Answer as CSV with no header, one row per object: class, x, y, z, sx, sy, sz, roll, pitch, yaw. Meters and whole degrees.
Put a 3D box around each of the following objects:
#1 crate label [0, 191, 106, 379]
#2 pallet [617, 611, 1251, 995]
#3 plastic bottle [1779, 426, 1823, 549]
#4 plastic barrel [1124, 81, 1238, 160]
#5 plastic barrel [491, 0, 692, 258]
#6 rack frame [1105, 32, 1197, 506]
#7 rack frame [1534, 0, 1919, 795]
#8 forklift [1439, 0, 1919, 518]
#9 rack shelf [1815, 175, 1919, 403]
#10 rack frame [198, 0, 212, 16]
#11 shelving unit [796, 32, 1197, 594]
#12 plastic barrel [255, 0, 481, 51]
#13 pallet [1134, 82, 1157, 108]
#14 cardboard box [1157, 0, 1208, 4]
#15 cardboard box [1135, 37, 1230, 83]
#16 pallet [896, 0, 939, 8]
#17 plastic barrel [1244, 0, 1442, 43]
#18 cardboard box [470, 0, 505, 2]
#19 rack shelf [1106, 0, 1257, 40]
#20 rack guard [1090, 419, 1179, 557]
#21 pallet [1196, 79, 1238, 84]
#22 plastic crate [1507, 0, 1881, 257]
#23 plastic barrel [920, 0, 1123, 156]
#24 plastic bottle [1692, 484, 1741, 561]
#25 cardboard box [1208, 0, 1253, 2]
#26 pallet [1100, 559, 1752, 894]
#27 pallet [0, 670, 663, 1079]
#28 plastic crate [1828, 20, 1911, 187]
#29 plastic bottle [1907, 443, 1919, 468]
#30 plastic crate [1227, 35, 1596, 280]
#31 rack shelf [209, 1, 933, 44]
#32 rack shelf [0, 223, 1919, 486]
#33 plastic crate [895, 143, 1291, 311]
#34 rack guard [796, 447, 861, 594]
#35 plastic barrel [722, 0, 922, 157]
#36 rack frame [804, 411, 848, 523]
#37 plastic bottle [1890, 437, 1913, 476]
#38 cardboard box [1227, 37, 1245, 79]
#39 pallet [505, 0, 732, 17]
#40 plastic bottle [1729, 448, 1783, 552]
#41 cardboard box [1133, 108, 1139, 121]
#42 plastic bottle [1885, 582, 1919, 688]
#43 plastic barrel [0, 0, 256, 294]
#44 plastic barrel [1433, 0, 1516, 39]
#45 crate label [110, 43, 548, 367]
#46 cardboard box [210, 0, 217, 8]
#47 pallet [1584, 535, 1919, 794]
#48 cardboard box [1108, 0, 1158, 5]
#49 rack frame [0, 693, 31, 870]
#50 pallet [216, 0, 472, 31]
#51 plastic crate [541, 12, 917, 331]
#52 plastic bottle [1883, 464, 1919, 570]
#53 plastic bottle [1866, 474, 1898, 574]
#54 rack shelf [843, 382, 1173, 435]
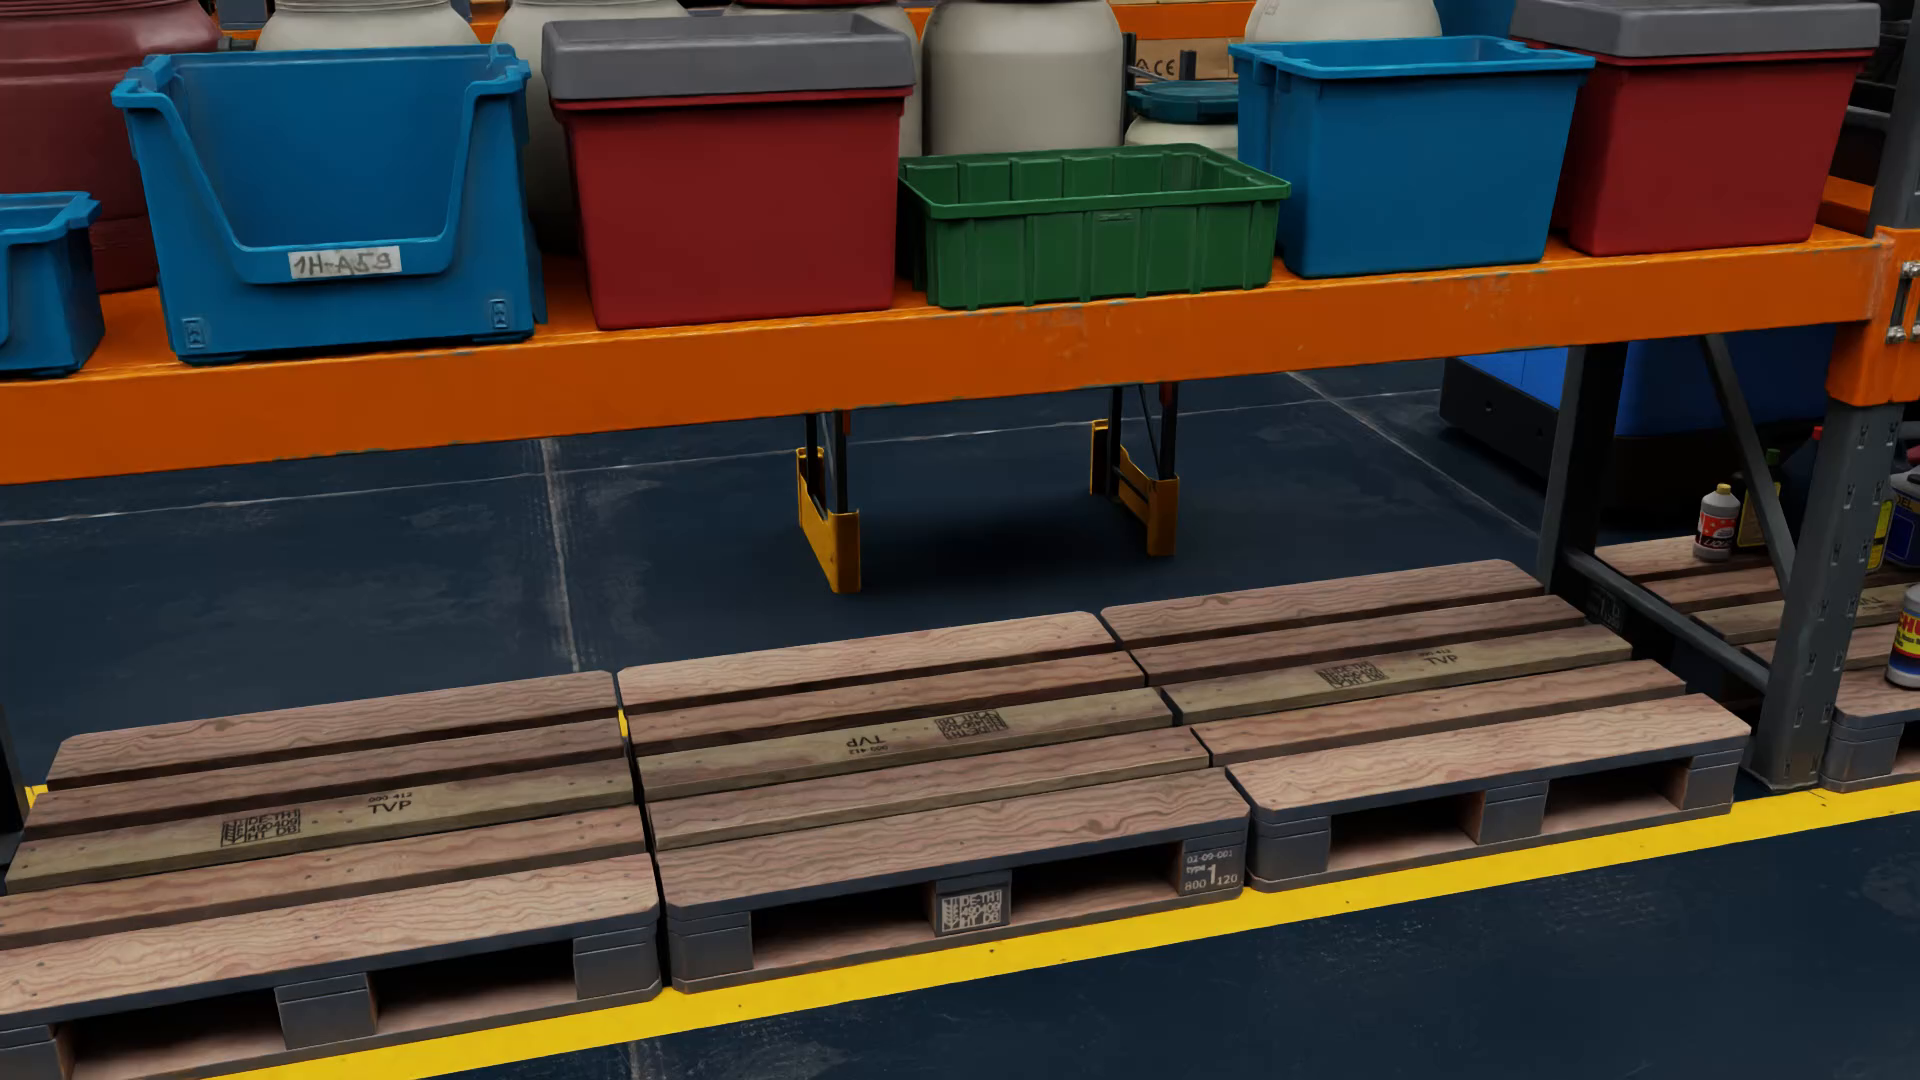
crate label,-1.530,-0.381,2.546,0.416,0.233,0.303,-6,24,-14
pallet,-0.108,0.530,3.748,1.213,0.211,1.003,-6,24,-14
plastic bottle,2.357,-0.144,4.584,0.185,0.351,0.144,-7,24,-16
plastic barrel,0.499,-0.835,3.568,0.301,0.262,0.301,0,23,0
plastic barrel,-0.698,-0.842,3.267,0.421,0.512,0.421,0,23,0
rack frame,0.572,-0.752,5.102,0.032,1.500,0.500,-6,24,-14
rack frame,1.815,-0.981,3.733,0.127,3.000,1.000,-6,24,-14
forklift,3.344,-1.733,5.573,3.031,2.935,1.130,-7,24,-15
rack shelf,3.740,-0.864,4.371,4.000,0.370,1.077,-6,24,-14
rack frame,-3.375,-2.436,7.123,0.127,3.000,1.000,-6,24,-14
shelving unit,0.073,-0.697,4.973,1.083,1.500,0.587,-6,24,-14
plastic barrel,-1.104,-0.797,3.162,0.421,0.512,0.421,0,23,0
pallet,1.164,-3.657,13.505,1.213,0.211,1.003,-6,24,-14
cardboard box,1.009,-2.677,8.003,0.250,0.149,0.380,-6,24,-14
cardboard box,1.604,-4.206,13.411,0.875,0.875,0.875,-7,24,-15
pallet,-0.298,-2.747,8.092,1.213,0.211,1.003,-6,24,-14
plastic barrel,0.834,-1.025,3.663,0.433,0.535,0.433,0,23,0
cardboard box,-3.166,-3.614,12.189,0.750,0.750,1.050,-6,24,-14
rack shelf,2.402,-2.744,8.754,4.000,0.370,1.077,-6,24,-14
rack guard,0.553,-0.176,5.343,0.087,0.250,0.587,-6,24,-14
pallet,2.337,-3.785,13.804,1.213,0.211,1.003,-6,24,-14
plastic crate,1.431,-0.843,3.330,0.583,0.464,0.402,-6,24,-14
plastic barrel,0.128,-0.947,3.481,0.433,0.535,0.433,0,23,0
plastic bottle,2.080,-0.055,4.564,0.097,0.201,0.097,0,23,0
cardboard box,1.242,-2.714,8.089,0.250,0.149,0.380,-6,24,-14
pallet,1.069,0.398,4.054,1.213,0.211,1.003,-6,24,-14
pallet,-1.280,0.658,3.448,1.213,0.211,1.003,-6,24,-14
plastic crate,2.353,-0.960,3.763,0.504,0.338,0.767,-6,24,-14
plastic bottle,2.687,-0.167,4.722,0.133,0.283,0.061,-5,24,-11
plastic crate,0.837,-0.738,3.187,0.575,0.384,0.392,-6,24,-14
rack shelf,-1.449,-2.318,7.761,4.000,0.370,1.077,-6,24,-14
rack shelf,-0.111,-0.438,3.378,4.000,0.370,1.077,-6,24,-14
plastic crate,0.214,-0.591,3.093,0.662,0.188,0.450,-6,24,-14
rack guard,-0.406,-0.070,5.096,0.087,0.250,0.587,-6,24,-14
plastic barrel,-0.289,-0.901,3.373,0.433,0.535,0.433,0,23,0
rack frame,-0.407,-0.644,4.849,0.032,1.500,0.500,-6,24,-14
plastic bottle,2.542,-0.165,4.631,0.185,0.351,0.144,-8,24,-17
cardboard box,2.450,-4.301,13.632,0.875,0.875,0.875,-6,24,-14
pallet,-1.480,-2.574,7.688,1.213,0.211,1.003,-6,24,-14
plastic bottle,2.189,-0.112,4.593,0.133,0.283,0.061,-5,24,-12
cardboard box,0.873,-1.933,8.590,0.500,0.500,0.500,-7,24,-16
plastic bottle,2.240,0.203,3.876,0.097,0.271,0.097,0,23,0
plastic barrel,-1.672,-0.782,3.097,0.708,0.536,0.600,-6,24,-14
plastic barrel,1.361,-1.286,3.806,0.708,0.901,0.600,-6,24,-14
crate label,-1.007,-0.575,2.740,0.616,0.435,0.502,-6,24,-14
cardboard box,-5.205,-3.546,11.397,0.500,0.250,0.500,-7,24,-16
pallet,2.473,0.244,4.413,1.213,0.211,1.003,-6,24,-14
cardboard box,0.765,-2.655,7.952,0.250,0.149,0.380,-6,24,-14
rack frame,-2.037,-0.555,2.740,0.127,3.000,1.000,-6,24,-14
pallet,-2.717,-2.464,7.432,1.003,0.211,1.213,-6,24,-14
plastic crate,-0.398,-0.641,2.858,0.583,0.464,0.402,-6,24,-14
plastic bottle,2.606,-0.077,4.521,0.135,0.276,0.152,-6,24,-14
plastic bottle,2.396,-0.090,4.456,0.185,0.351,0.144,-6,24,-14
rack shelf,0.082,-0.533,5.046,1.000,0.185,0.538,-6,24,-14
